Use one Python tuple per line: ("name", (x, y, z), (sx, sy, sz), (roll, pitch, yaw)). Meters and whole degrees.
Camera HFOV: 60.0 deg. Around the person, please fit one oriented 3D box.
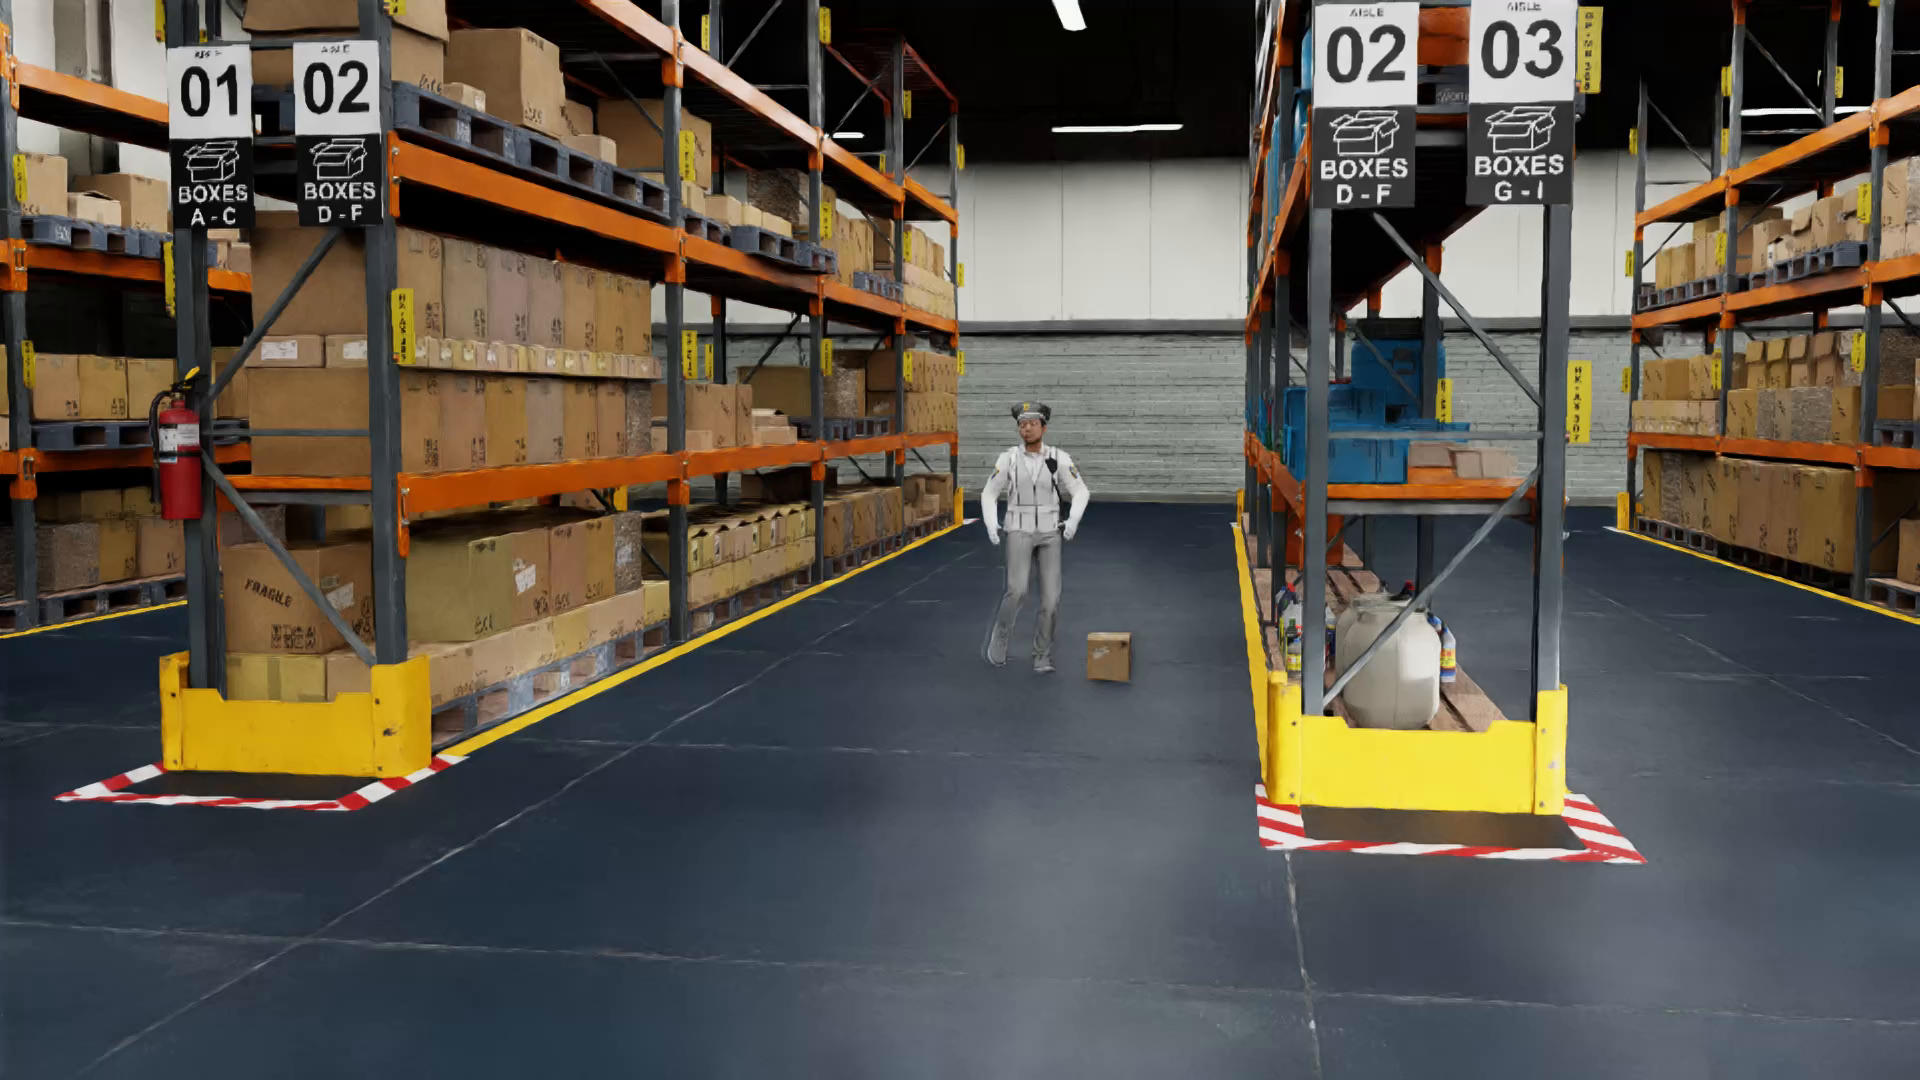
("person", (0.480, -0.021, 10.211), (0.655, 1.667, 0.468), (-1, 5, -8))
